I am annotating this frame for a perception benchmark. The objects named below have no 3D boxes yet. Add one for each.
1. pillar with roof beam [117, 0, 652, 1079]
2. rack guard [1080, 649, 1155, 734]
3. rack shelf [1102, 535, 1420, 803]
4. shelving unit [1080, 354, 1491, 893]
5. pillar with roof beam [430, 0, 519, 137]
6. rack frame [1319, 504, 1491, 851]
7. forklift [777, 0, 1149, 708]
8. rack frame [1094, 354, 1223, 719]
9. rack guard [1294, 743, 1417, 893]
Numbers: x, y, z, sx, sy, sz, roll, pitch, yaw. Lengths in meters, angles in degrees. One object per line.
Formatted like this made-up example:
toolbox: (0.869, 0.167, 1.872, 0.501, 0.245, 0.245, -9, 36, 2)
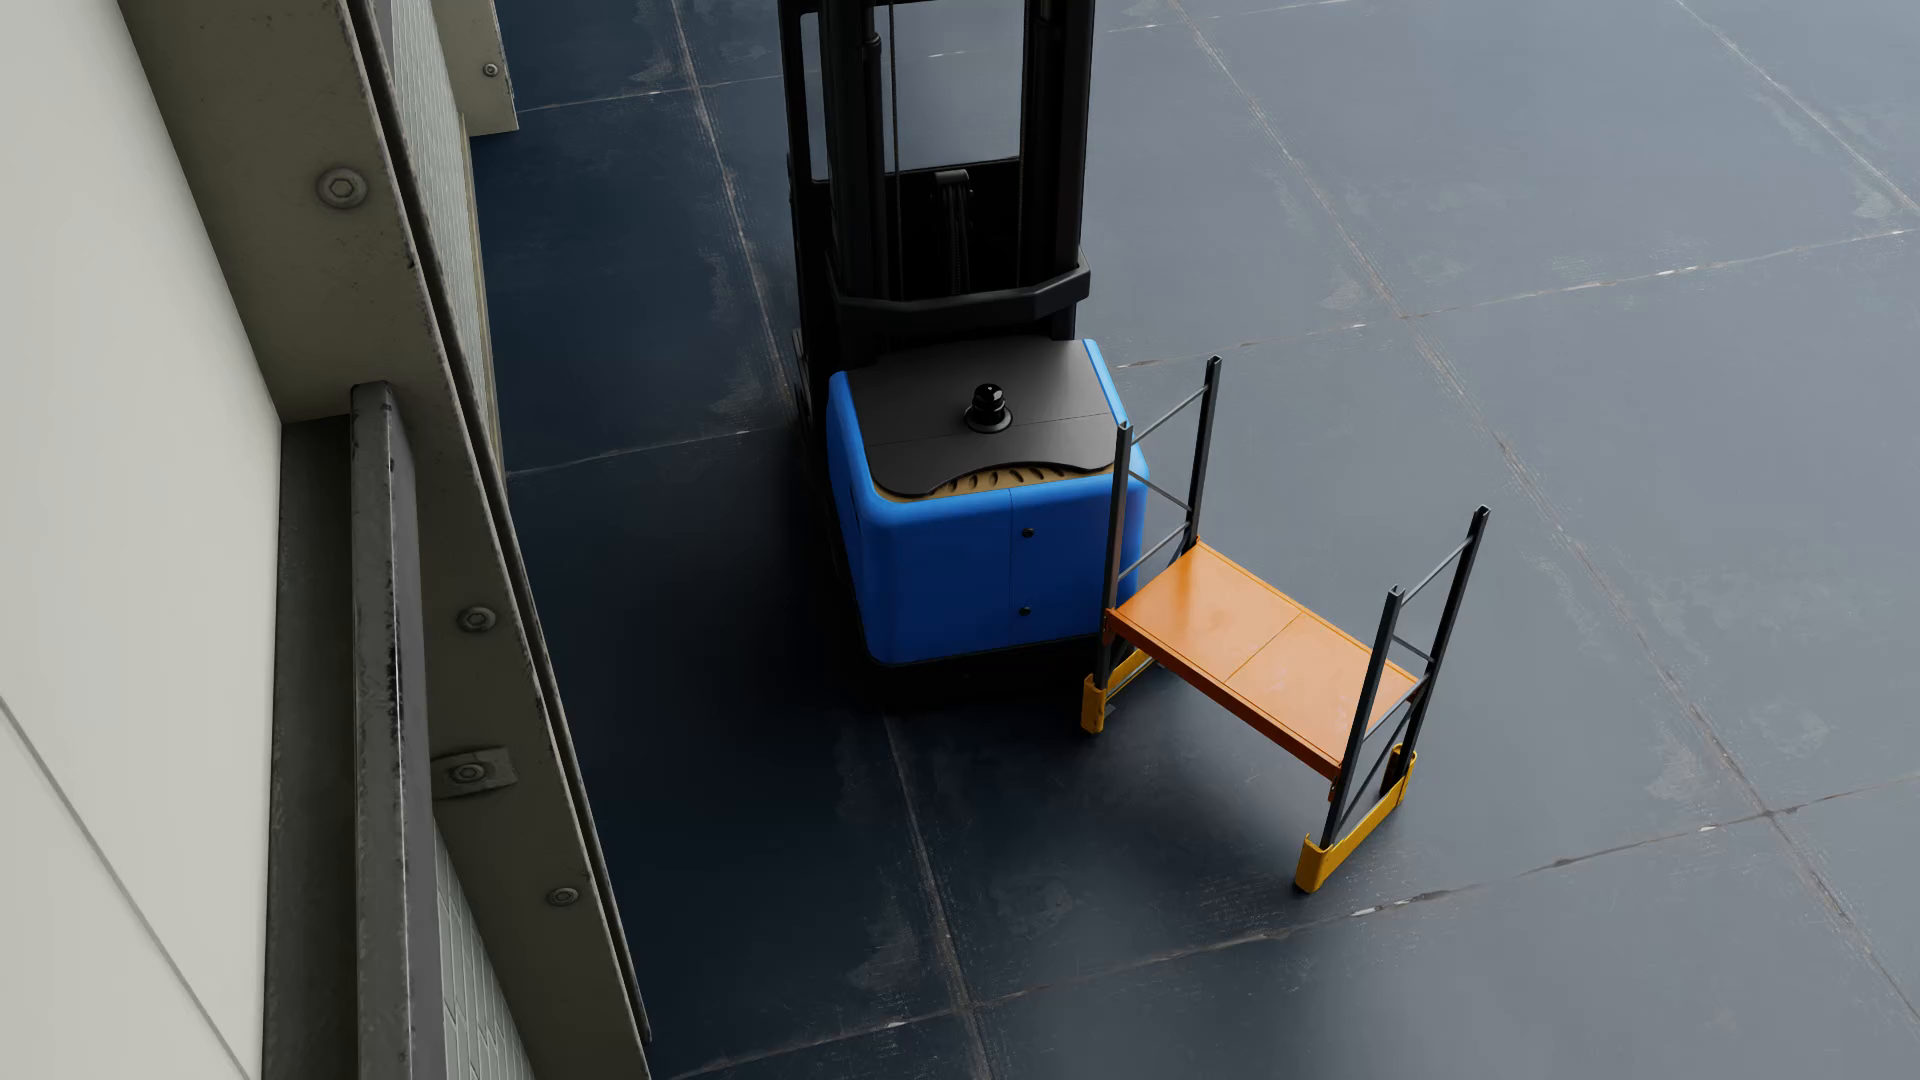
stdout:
pillar with roof beam: (3.048, -2.180, 2.836, 9.100, 9.000, 0.400, -11, 47, -10)
rack guard: (0.683, 0.482, 6.353, 0.087, 0.250, 0.587, 35, 55, 29)
rack shelf: (1.047, 0.423, 5.787, 1.000, 0.185, 0.538, 35, 55, 29)
shelving unit: (1.040, 0.293, 5.663, 1.083, 1.500, 0.587, 35, 55, 29)
pillar with roof beam: (1.512, -6.322, 6.896, 9.100, 9.000, 0.400, -11, 47, -10)
rack frame: (1.411, 0.551, 5.411, 0.032, 1.500, 0.500, 35, 55, 29)
forklift: (-0.126, -1.463, 6.382, 1.130, 2.935, 3.031, -8, 46, -8)
rack frame: (0.682, 0.044, 5.907, 0.032, 1.500, 0.500, 35, 55, 29)
rack guard: (1.397, 0.979, 5.867, 0.087, 0.250, 0.587, 35, 55, 29)
